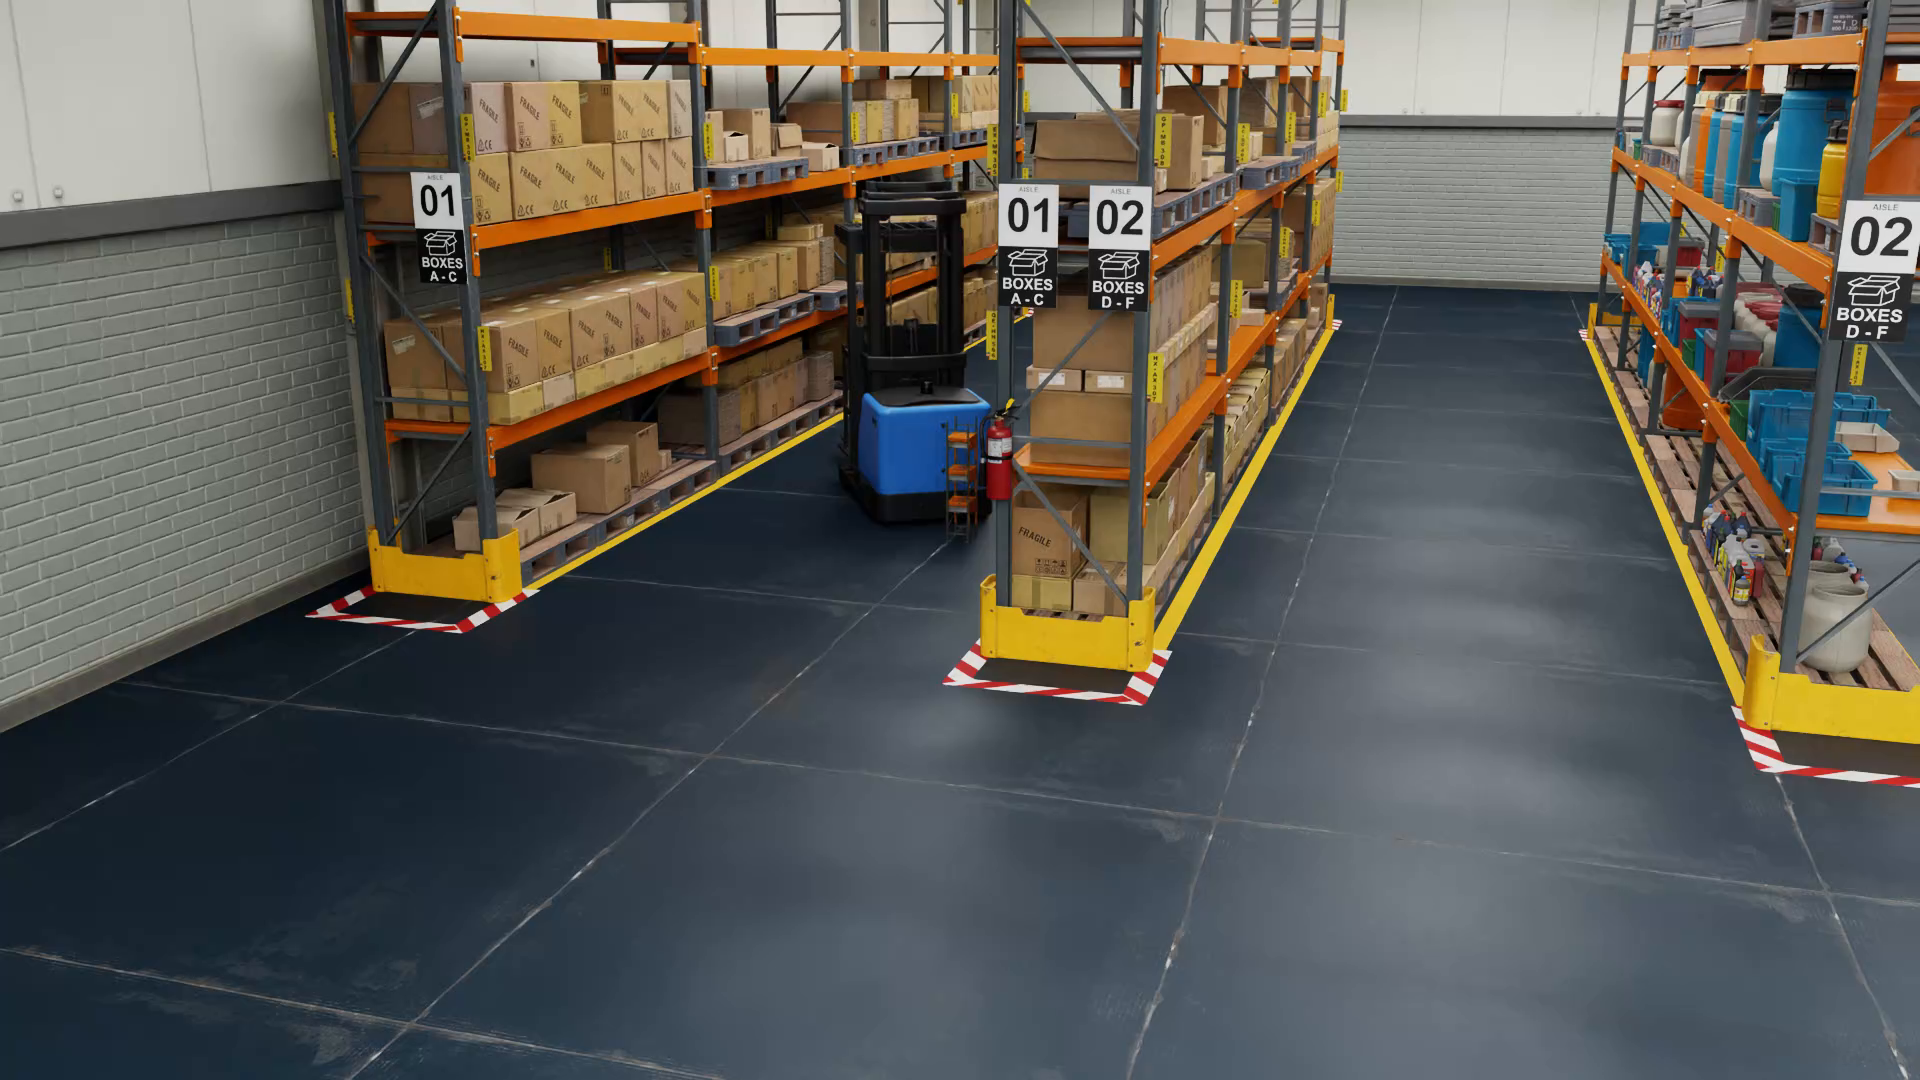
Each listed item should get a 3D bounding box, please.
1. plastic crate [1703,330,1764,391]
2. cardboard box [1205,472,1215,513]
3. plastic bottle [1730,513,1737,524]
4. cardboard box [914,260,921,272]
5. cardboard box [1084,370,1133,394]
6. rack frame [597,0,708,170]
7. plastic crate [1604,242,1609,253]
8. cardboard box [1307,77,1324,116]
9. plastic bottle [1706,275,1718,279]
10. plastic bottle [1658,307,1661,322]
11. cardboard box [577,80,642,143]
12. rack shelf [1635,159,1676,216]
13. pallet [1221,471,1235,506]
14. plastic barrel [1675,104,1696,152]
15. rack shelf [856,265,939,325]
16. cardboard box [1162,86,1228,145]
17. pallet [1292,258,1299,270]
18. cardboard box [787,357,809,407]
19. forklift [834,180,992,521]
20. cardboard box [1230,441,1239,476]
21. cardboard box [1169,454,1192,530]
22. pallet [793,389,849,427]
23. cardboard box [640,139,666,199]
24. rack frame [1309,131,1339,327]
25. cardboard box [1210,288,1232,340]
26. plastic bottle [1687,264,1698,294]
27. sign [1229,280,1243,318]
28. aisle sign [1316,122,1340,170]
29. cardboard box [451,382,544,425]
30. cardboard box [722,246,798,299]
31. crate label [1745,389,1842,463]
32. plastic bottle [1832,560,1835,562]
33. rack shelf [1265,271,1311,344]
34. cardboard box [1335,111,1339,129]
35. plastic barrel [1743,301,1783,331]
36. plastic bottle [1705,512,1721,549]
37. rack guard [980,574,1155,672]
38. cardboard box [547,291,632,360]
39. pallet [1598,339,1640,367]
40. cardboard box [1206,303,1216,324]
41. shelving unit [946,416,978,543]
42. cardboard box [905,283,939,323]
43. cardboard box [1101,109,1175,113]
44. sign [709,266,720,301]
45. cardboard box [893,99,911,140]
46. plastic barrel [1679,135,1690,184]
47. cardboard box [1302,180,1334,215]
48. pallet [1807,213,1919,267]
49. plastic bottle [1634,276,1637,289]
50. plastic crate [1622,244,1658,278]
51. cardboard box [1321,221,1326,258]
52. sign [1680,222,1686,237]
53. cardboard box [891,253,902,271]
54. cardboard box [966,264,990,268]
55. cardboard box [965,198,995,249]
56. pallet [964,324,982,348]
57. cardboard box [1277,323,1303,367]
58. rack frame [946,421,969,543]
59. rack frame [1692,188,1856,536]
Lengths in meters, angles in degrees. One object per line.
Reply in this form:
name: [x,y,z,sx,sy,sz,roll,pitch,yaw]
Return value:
plastic crate: [6.470,-1.488,13.963,0.402,0.464,0.583,5,16,16]
cardboard box: [1.955,-0.433,14.629,0.500,0.250,0.500,5,16,16]
plastic bottle: [6.151,-0.068,13.243,0.061,0.283,0.133,5,16,16]
cardboard box: [-0.742,-3.682,22.238,0.380,0.149,0.250,5,16,16]
cardboard box: [1.059,-1.092,11.310,0.380,0.149,0.250,5,16,15]
rack frame: [-2.873,-4.962,15.331,1.000,3.000,0.127,5,16,16]
plastic crate: [9.479,-4.232,24.127,0.250,0.136,0.298,5,16,16]
cardboard box: [4.530,-6.008,22.500,0.700,0.500,0.500,5,16,16]
plastic bottle: [8.850,-2.985,19.583,0.152,0.276,0.135,5,16,16]
plastic bottle: [7.518,-2.426,17.749,0.097,0.201,0.097,0,16,0]
cardboard box: [-3.040,-3.624,14.058,0.500,0.500,0.500,4,16,14]
rack shelf: [8.331,-3.974,18.664,1.077,0.370,4.000,5,16,16]
pallet: [2.049,-0.547,15.870,1.003,0.211,1.213,5,16,16]
plastic barrel: [8.122,-4.540,18.322,0.433,0.535,0.433,0,16,0]
rack shelf: [-1.168,-3.299,21.782,1.077,0.370,4.000,5,16,16]
cardboard box: [2.091,-3.784,14.808,0.500,0.500,0.500,5,17,17]
pallet: [3.819,-3.492,21.497,1.003,0.211,1.213,5,16,16]
cardboard box: [-2.149,-1.813,18.999,0.700,0.500,0.500,5,16,16]
forklift: [-0.564,-1.934,15.778,1.130,2.935,3.031,-4,16,-13]
cardboard box: [2.376,-0.791,15.892,0.500,0.250,0.500,5,17,17]
cardboard box: [1.535,-0.401,13.141,0.500,0.500,0.500,5,16,16]
pallet: [-1.960,-1.576,19.499,1.003,0.211,1.213,5,16,16]
cardboard box: [-2.936,-3.294,14.728,0.500,0.500,0.500,3,16,11]
rack frame: [5.288,-4.832,25.867,1.000,3.000,0.127,5,16,16]
cardboard box: [2.403,-2.209,16.437,0.500,0.500,0.500,5,16,16]
plastic bottle: [8.813,-3.122,19.929,0.144,0.351,0.185,5,16,16]
sign: [2.410,-2.104,14.520,0.100,0.325,0.005,5,16,16]
aisle sign: [5.601,-6.077,25.492,0.394,0.787,0.004,5,16,16]
cardboard box: [-3.567,-1.069,12.841,0.500,0.250,0.500,4,16,14]
cardboard box: [-2.193,-2.930,18.174,0.700,0.500,0.500,5,16,16]
crate label: [5.752,-0.780,11.518,0.502,0.435,0.616,5,16,16]
plastic bottle: [6.515,0.228,12.350,0.097,0.201,0.097,0,16,0]
rack shelf: [3.583,-2.916,20.431,1.077,0.370,4.000,5,16,16]
cardboard box: [5.386,-6.289,24.867,0.500,0.250,0.500,5,16,16]
plastic barrel: [7.439,-1.911,15.321,0.433,0.535,0.433,0,16,0]
plastic bottle: [6.049,-0.072,13.273,0.152,0.276,0.135,5,17,18]
rack guard: [0.734,0.563,11.428,1.175,0.500,0.348,5,16,16]
cardboard box: [-3.148,-1.828,14.141,0.500,0.500,0.500,5,17,18]
pallet: [9.416,-2.574,23.018,1.003,0.211,1.213,5,16,16]
cardboard box: [2.006,-1.965,14.387,0.380,0.149,0.250,5,16,16]
shelving unit: [0.015,-0.519,14.235,0.215,1.050,0.252,5,16,16]
cardboard box: [-0.660,-3.156,23.130,0.750,0.750,0.750,5,17,17]
cardboard box: [1.481,-3.342,13.907,0.500,0.500,0.500,6,17,20]
sign: [-2.351,-2.452,15.890,0.100,0.325,0.005,5,16,16]
cardboard box: [-1.051,-5.499,21.733,0.700,0.500,0.500,4,16,15]
plastic barrel: [7.380,-3.793,16.503,0.421,0.512,0.421,0,16,0]
cardboard box: [5.282,-5.091,24.765,0.500,0.500,0.500,5,17,17]
pallet: [5.818,-1.822,10.104,1.003,0.211,1.213,5,16,16]
plastic bottle: [8.333,-3.175,20.391,0.097,0.201,0.097,0,16,0]
plastic crate: [8.705,-3.570,21.338,0.392,0.384,0.575,5,16,16]
cardboard box: [4.987,-4.344,23.963,0.500,0.500,0.500,4,16,15]
sign: [10.568,-4.487,24.352,0.100,0.325,0.005,5,16,16]
cardboard box: [-1.053,-3.696,21.098,0.500,0.500,0.500,5,16,16]
cardboard box: [0.278,-4.384,26.911,0.380,0.149,0.250,5,17,16]
cardboard box: [-0.020,-4.835,25.329,0.980,0.700,0.700,4,16,13]
pallet: [-0.308,-3.020,24.589,1.003,0.211,1.213,5,16,16]
cardboard box: [4.137,-2.514,21.472,0.500,0.500,0.500,5,16,16]
rack frame: [-0.019,-0.487,14.123,0.200,1.050,0.008,5,16,16]
rack frame: [6.625,-1.307,13.441,1.000,3.000,0.127,5,16,16]
